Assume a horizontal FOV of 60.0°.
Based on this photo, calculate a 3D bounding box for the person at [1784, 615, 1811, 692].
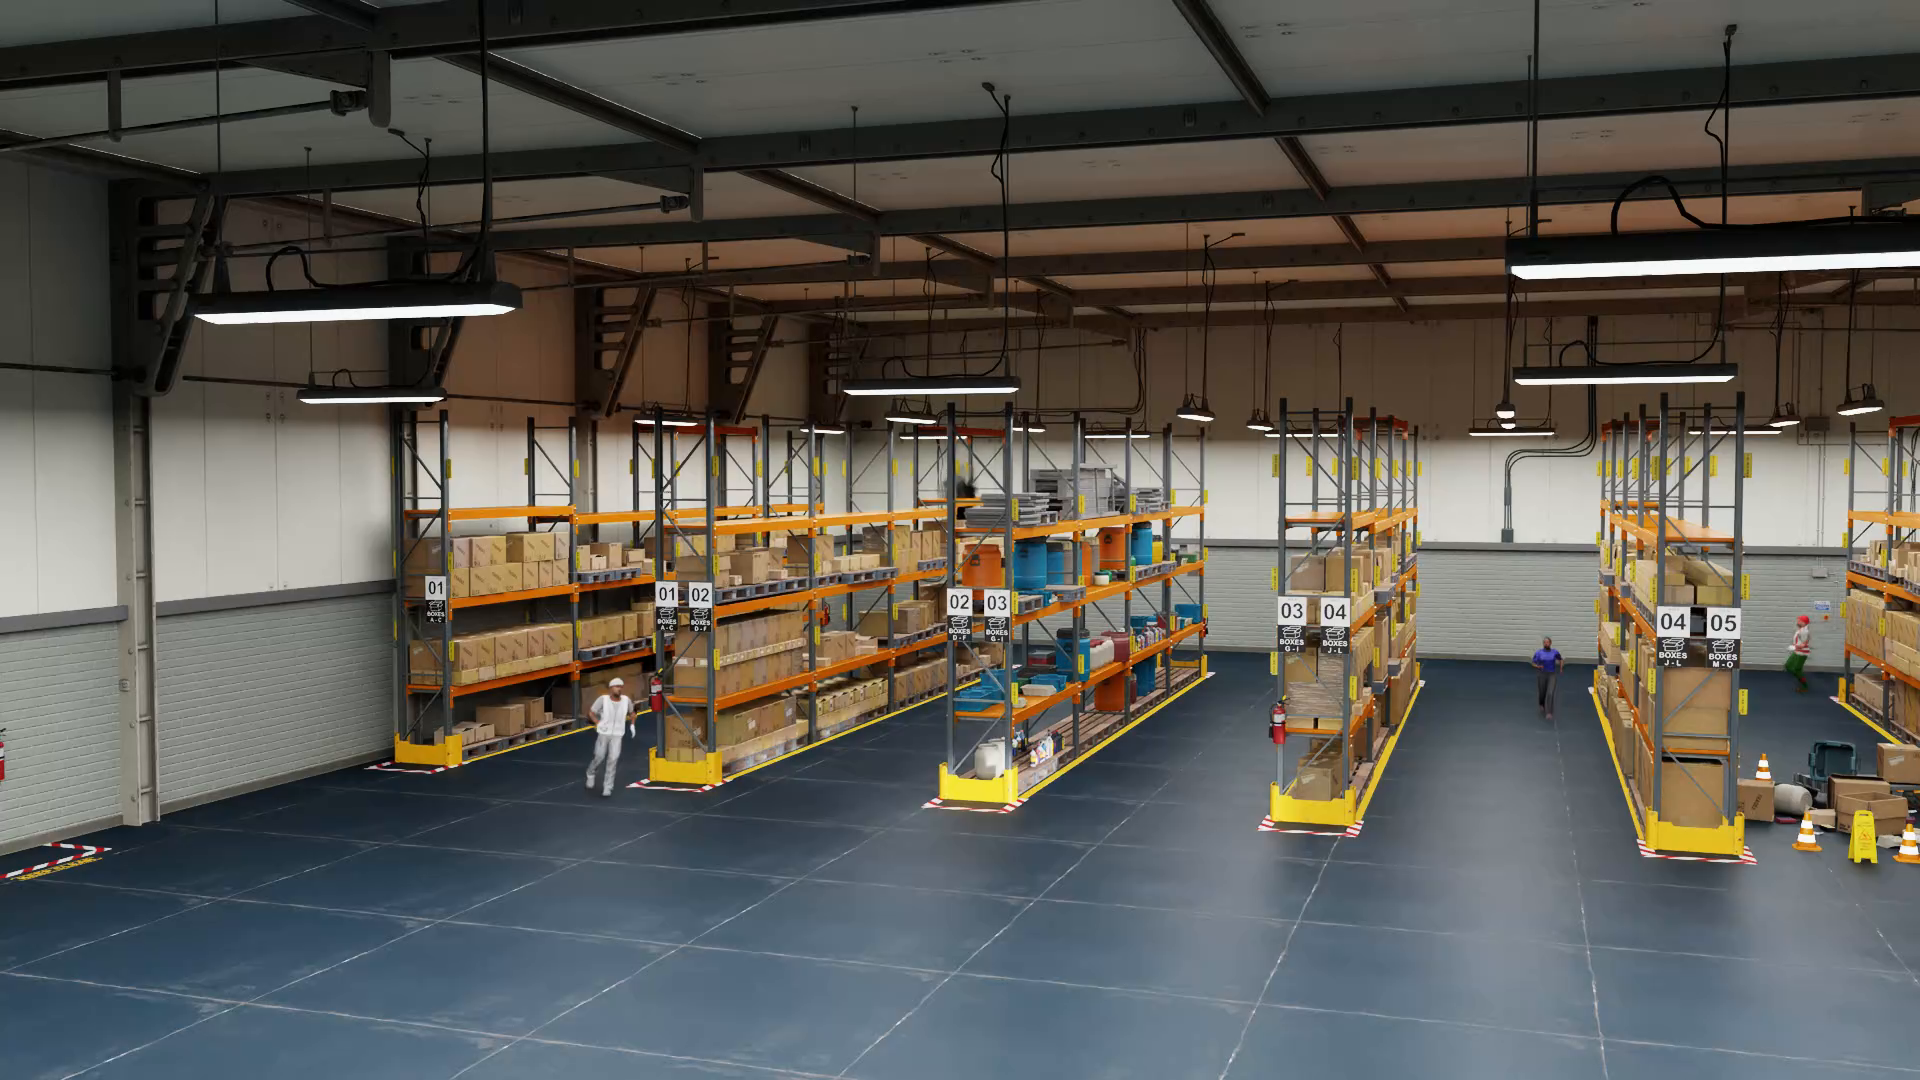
[{"bbox_3d":[18.742,2.538,37.160,0.555,1.733,0.652,1,3,18],"label":"person"}]

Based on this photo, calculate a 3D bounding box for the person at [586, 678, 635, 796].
[{"bbox_3d":[-5.347,3.008,25.653,0.747,1.759,0.848,-1,3,-24],"label":"person"}]

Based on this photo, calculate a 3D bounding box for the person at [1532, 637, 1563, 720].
[{"bbox_3d":[11.683,2.735,33.072,0.594,1.598,0.989,1,3,19],"label":"person"}]

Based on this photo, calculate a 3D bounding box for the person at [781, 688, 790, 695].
[{"bbox_3d":[-3.535,2.733,33.760,0.610,1.671,0.587,1,3,19],"label":"person"}]
